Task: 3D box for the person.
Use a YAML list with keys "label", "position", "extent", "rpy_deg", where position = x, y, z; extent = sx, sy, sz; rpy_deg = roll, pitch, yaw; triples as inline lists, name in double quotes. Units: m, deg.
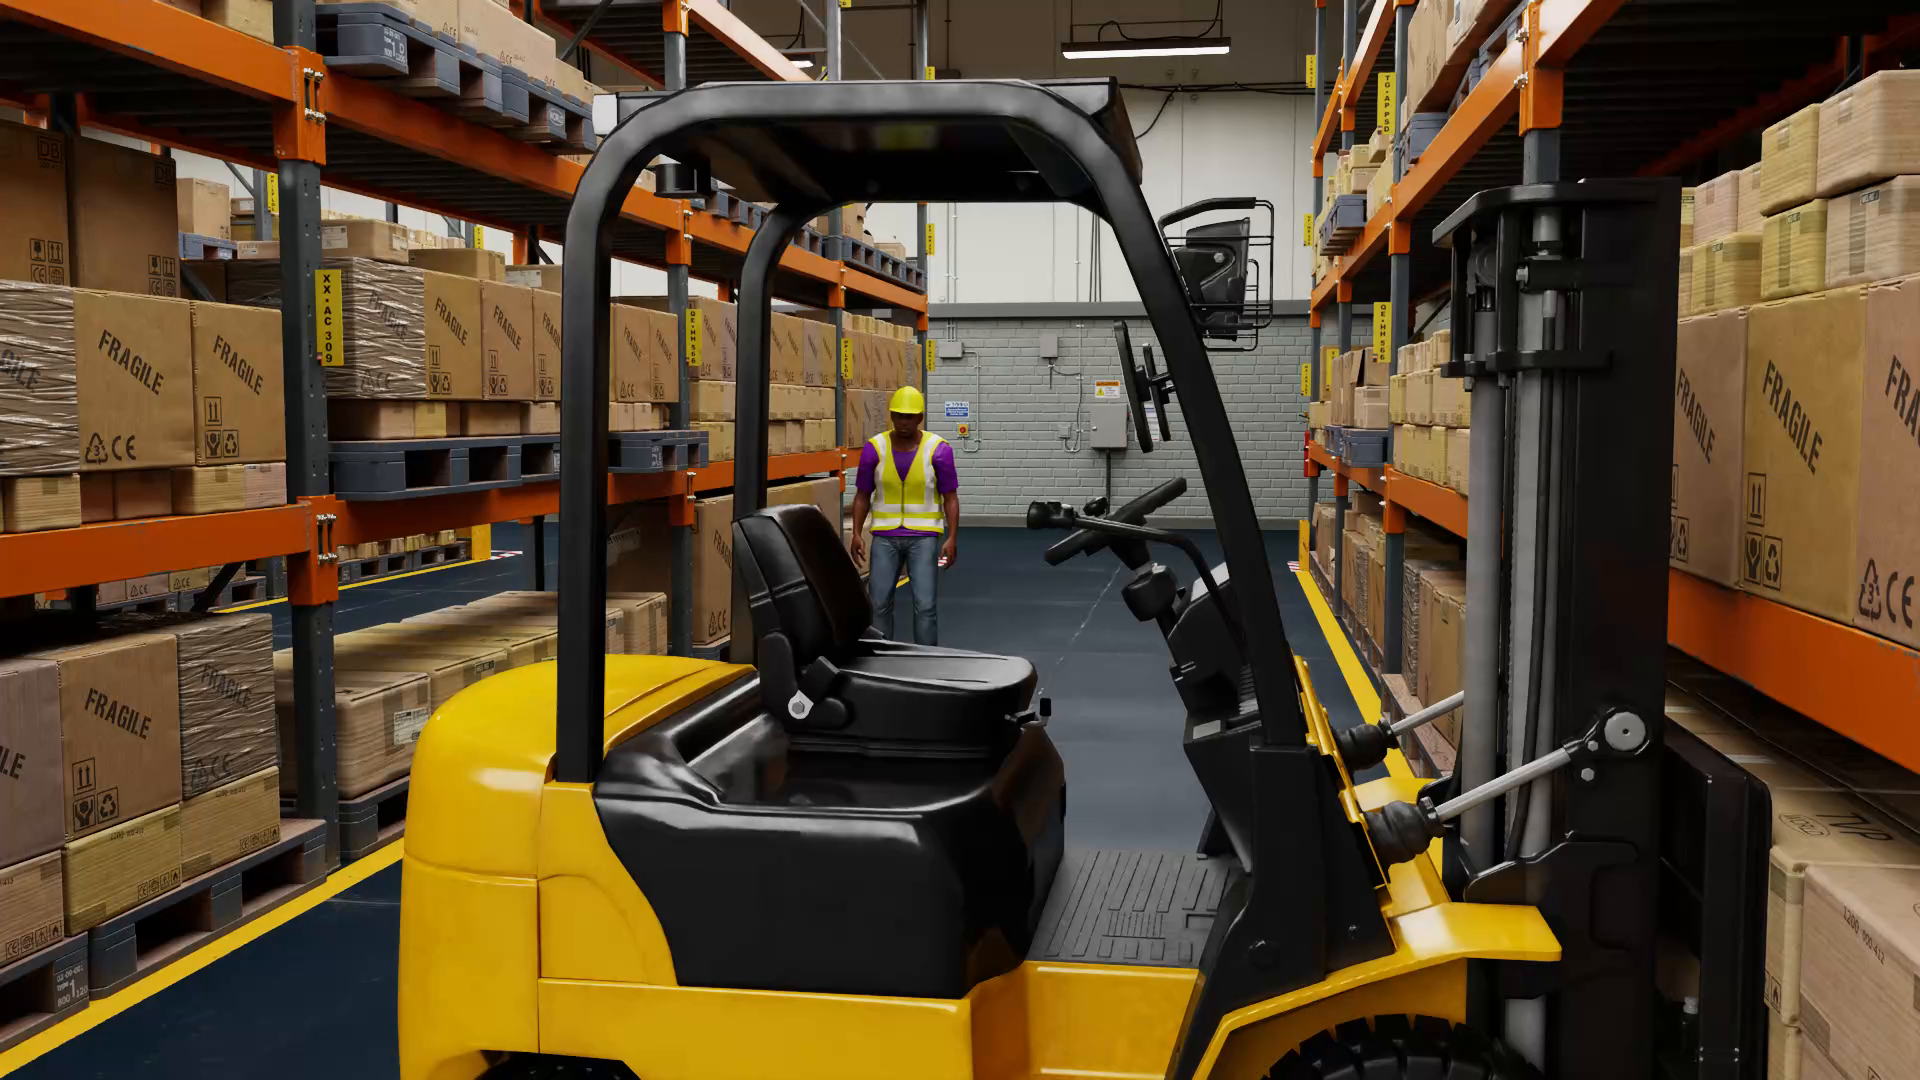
- label: "person"
  position: [-0.320, -0.003, 9.574]
  extent: [0.627, 1.761, 0.458]
  rpy_deg: [1, 4, 7]
